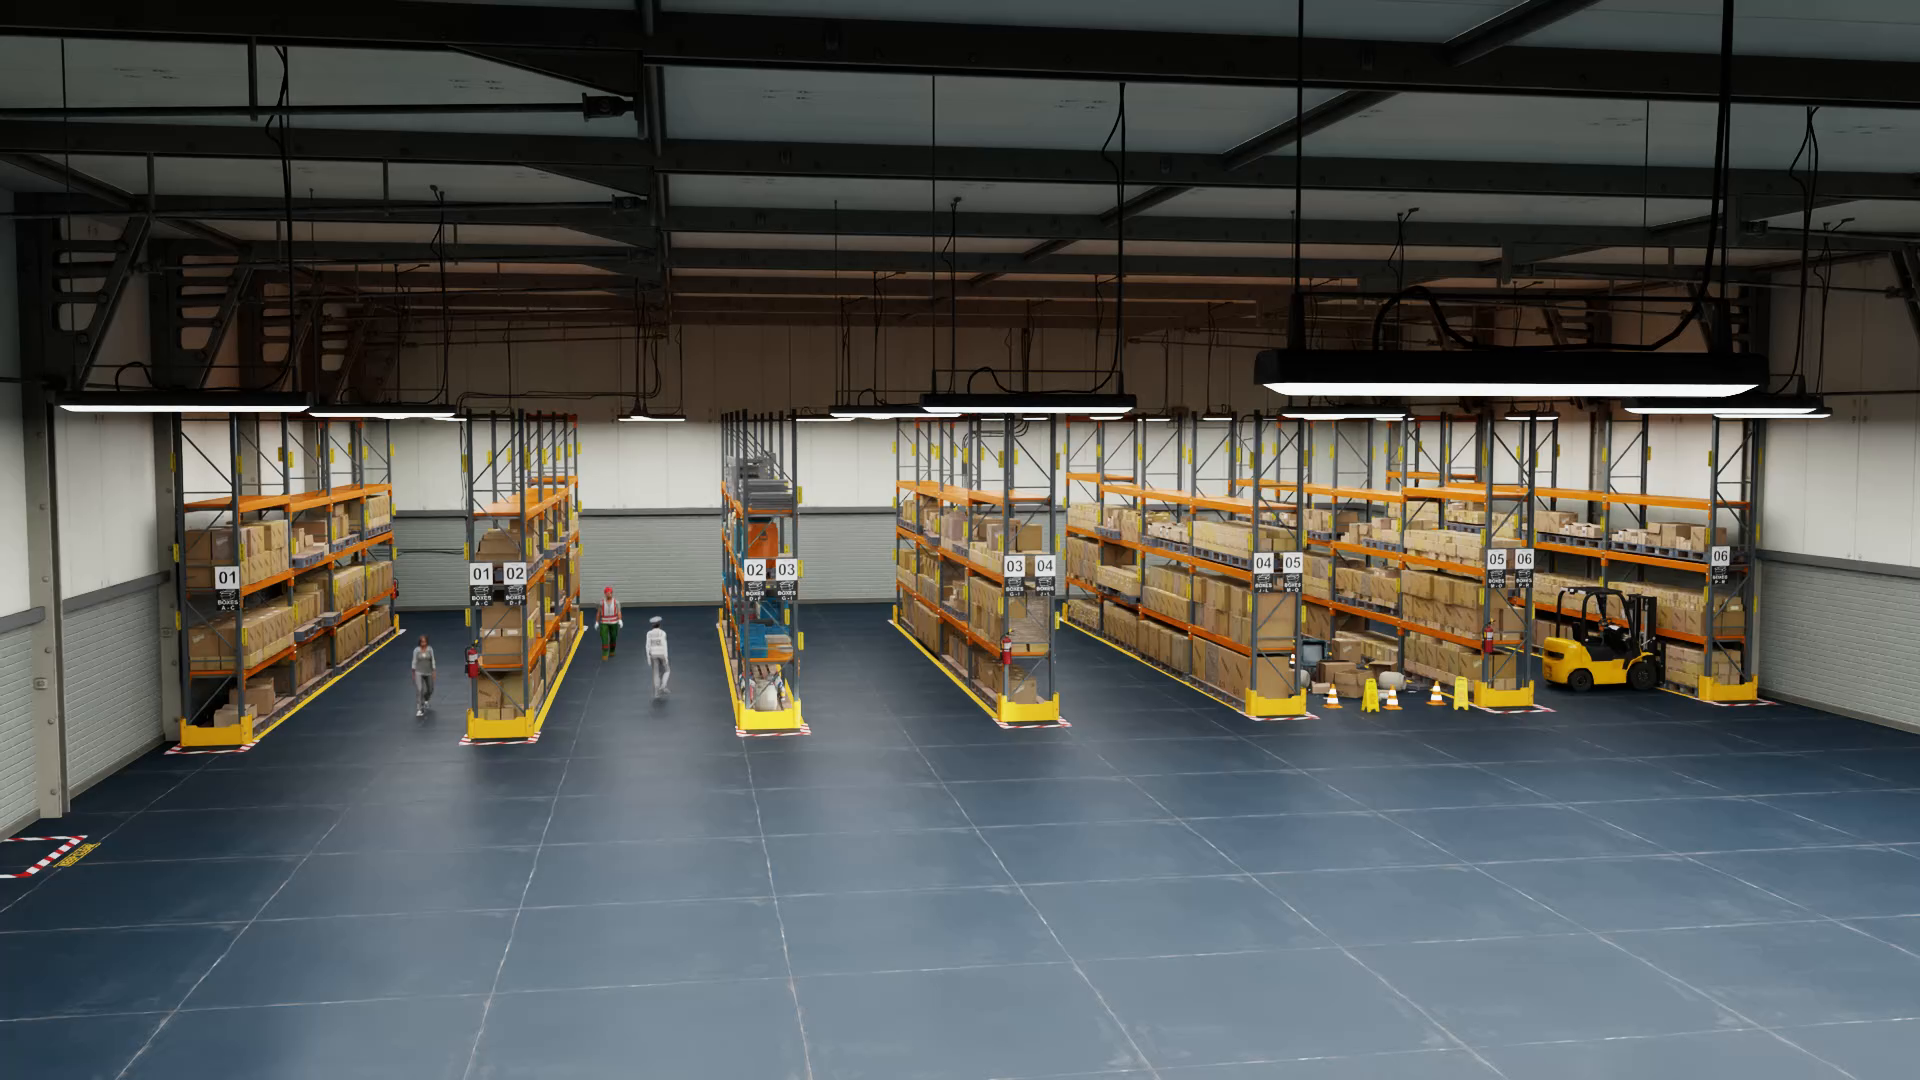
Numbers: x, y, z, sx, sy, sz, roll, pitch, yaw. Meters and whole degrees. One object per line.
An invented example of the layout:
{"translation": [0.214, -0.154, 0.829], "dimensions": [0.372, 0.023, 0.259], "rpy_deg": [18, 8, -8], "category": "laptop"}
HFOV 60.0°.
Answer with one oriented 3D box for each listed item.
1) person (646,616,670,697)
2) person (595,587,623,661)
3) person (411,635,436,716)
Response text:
{"translation": [-6.329, 2.447, 34.860], "dimensions": [0.527, 1.676, 0.483], "rpy_deg": [0, 4, 0], "category": "person"}
{"translation": [-8.529, 2.013, 40.341], "dimensions": [0.680, 1.724, 1.034], "rpy_deg": [-1, 4, -9], "category": "person"}
{"translation": [-10.586, 2.646, 32.812], "dimensions": [0.454, 1.557, 0.840], "rpy_deg": [-2, 4, -24], "category": "person"}
